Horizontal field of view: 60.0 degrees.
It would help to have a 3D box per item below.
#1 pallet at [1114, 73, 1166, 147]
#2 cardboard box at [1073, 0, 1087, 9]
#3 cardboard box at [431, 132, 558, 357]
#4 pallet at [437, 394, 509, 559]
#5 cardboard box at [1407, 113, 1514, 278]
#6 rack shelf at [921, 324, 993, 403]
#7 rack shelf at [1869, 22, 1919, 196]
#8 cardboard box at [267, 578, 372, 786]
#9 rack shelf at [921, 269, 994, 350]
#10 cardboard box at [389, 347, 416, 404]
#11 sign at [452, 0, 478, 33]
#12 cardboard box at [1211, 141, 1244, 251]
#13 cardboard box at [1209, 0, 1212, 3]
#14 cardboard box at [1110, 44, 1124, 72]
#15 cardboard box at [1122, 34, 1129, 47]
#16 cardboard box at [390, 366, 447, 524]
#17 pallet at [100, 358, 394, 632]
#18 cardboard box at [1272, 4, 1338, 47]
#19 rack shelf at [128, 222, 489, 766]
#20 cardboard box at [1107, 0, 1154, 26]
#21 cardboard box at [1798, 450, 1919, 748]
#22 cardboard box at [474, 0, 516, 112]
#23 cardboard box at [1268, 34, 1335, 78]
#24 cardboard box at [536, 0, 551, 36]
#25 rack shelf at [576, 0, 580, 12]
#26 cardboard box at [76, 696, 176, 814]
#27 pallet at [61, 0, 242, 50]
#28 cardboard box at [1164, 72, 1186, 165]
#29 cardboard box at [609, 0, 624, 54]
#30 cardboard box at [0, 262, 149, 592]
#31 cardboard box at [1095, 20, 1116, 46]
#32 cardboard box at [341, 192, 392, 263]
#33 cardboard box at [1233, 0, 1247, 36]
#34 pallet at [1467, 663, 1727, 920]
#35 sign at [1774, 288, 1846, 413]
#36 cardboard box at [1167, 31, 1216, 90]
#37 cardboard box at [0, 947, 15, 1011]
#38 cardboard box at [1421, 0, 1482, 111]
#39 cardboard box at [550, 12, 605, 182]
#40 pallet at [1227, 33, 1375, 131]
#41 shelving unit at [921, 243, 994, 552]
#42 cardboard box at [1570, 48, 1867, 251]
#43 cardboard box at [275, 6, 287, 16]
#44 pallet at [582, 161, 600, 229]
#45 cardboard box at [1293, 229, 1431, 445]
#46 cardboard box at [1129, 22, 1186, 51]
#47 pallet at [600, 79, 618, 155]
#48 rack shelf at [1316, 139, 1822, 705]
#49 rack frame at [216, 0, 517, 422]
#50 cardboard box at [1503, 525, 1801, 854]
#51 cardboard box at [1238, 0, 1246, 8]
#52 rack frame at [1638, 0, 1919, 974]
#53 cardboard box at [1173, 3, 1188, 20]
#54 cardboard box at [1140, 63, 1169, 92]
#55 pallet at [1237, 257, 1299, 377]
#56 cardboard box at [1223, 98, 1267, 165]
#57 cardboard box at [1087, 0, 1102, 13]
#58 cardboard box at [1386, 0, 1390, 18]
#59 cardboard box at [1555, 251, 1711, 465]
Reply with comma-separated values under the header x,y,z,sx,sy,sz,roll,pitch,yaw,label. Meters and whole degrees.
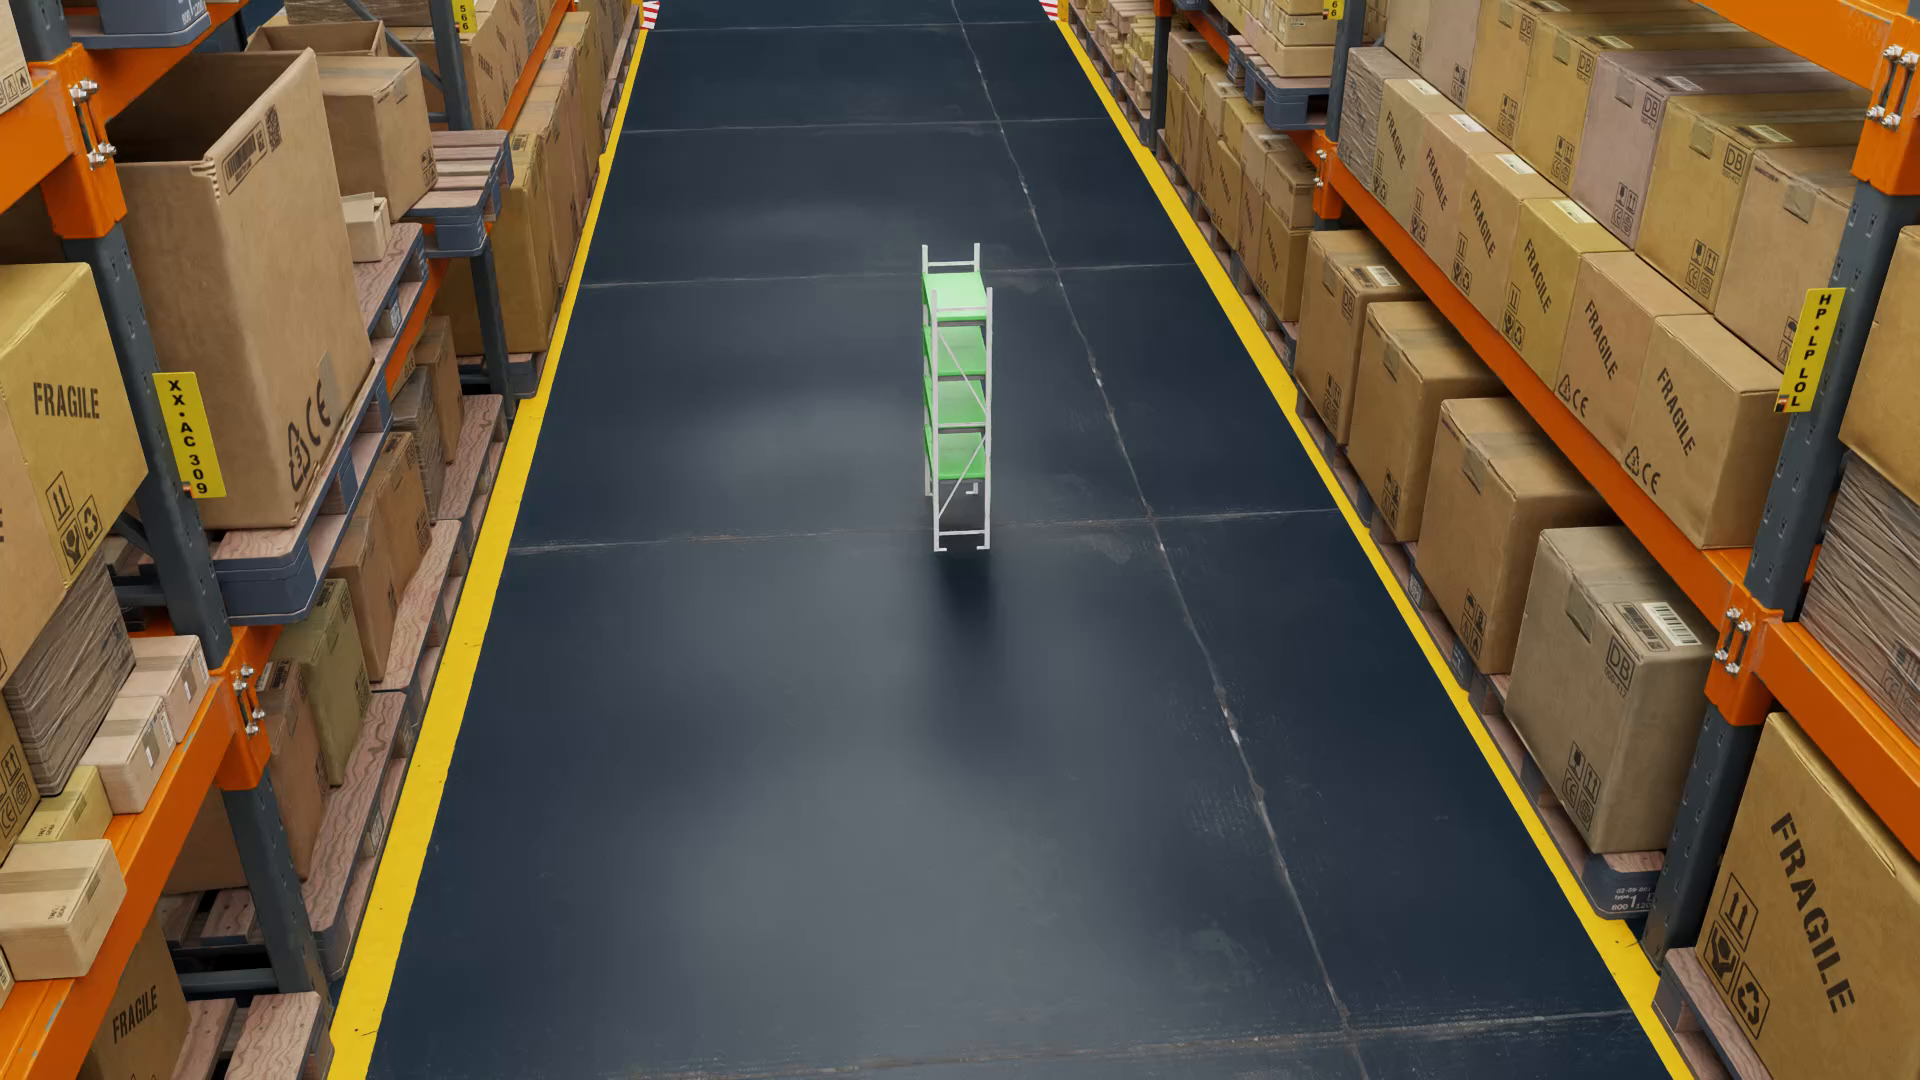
x,y,z,sx,sy,sz,roll,pitch,yaw,label
1.760,-3.255,12.493,1.003,0.211,1.213,-3,31,-5,pallet
1.215,-4.826,14.776,0.380,0.149,0.250,-2,31,-4,cardboard box
-2.759,-1.504,8.505,1.225,0.875,0.875,-4,31,-7,cardboard box
-2.644,-0.286,7.523,1.003,0.211,1.213,-3,31,-5,pallet
2.102,-1.352,6.491,0.500,0.500,0.500,-3,31,-5,cardboard box
-0.015,-0.751,6.994,0.258,0.148,0.480,-3,31,-5,rack shelf
2.793,0.016,2.075,1.077,0.370,4.000,-3,31,-5,rack shelf
-2.404,0.485,5.521,0.700,0.500,0.500,-3,31,-5,cardboard box
-0.015,-0.957,6.870,0.258,0.148,0.480,-3,31,-5,rack shelf
-2.564,-0.709,6.789,0.500,0.250,0.500,1,31,1,cardboard box
-2.176,-2.376,7.251,0.100,0.325,0.005,-3,31,-5,sign
1.800,-2.034,9.758,0.500,0.500,0.500,-4,31,-7,cardboard box
1.585,-3.165,9.459,0.380,0.149,0.250,-4,31,-7,cardboard box
1.386,-3.779,13.023,0.380,0.149,0.250,-3,31,-5,cardboard box
1.463,-3.876,12.894,0.380,0.149,0.250,-2,31,-3,cardboard box
-2.569,-0.374,6.960,0.700,0.500,0.500,-5,31,-9,cardboard box
-2.268,-0.155,4.772,1.003,0.211,1.213,-3,31,-5,pallet
1.733,-2.499,8.054,0.380,0.149,0.250,-2,31,-4,cardboard box
-2.529,-0.553,5.951,1.077,0.370,4.000,-3,31,-5,rack shelf
1.371,-4.154,13.070,0.380,0.149,0.250,-4,31,-6,cardboard box
2.652,0.097,4.016,0.875,0.550,0.550,-3,31,-5,cardboard box
-2.541,-2.450,8.329,0.500,0.500,0.500,-4,31,-6,cardboard box
1.728,-2.371,8.129,0.380,0.149,0.250,-2,31,-4,cardboard box
-2.679,-3.223,9.622,0.500,0.500,0.500,-3,31,-5,cardboard box
-3.276,-4.637,12.789,1.077,0.370,4.000,-3,31,-5,rack shelf
-2.015,0.491,3.747,0.380,0.149,0.250,-3,31,-5,cardboard box
-2.294,-1.368,3.873,1.213,0.211,1.003,-3,31,-5,pallet
1.663,-2.828,11.087,0.500,0.500,0.500,-2,31,-3,cardboard box
-3.239,-4.447,13.433,0.875,0.875,0.875,-3,31,-5,cardboard box
-2.026,-0.224,3.337,0.500,0.500,0.500,-3,31,-5,cardboard box
1.321,-4.177,13.689,0.380,0.149,0.250,-4,31,-7,cardboard box
-2.291,-1.167,6.000,0.396,0.266,0.258,-4,31,-6,cardboard box
1.663,-2.756,8.775,0.380,0.149,0.250,-3,31,-5,cardboard box
2.459,0.781,5.737,1.003,0.211,1.213,-3,31,-5,pallet
2.066,-0.458,4.040,0.100,0.325,0.005,-3,31,-5,sign
1.664,-3.150,10.895,0.500,0.250,0.500,-4,31,-7,cardboard box
-2.025,0.878,3.100,0.380,0.149,0.250,-3,31,-5,cardboard box
2.313,-2.053,6.689,0.700,0.500,0.500,-3,31,-5,cardboard box
-3.010,-2.867,10.787,1.225,0.875,0.875,-3,31,-4,cardboard box
2.059,-2.345,8.438,1.213,0.211,1.003,-3,31,-5,pallet
-0.015,-0.600,7.084,0.258,1.200,0.503,-3,31,-5,shelving unit
2.457,-1.272,5.382,0.700,0.500,0.500,-3,31,-4,cardboard box
-3.049,-2.420,8.279,0.500,0.500,0.500,-3,31,-5,cardboard box
-2.942,-2.337,10.957,1.003,0.211,1.213,-3,31,-5,pallet
2.199,-0.968,7.729,1.050,0.750,0.750,-3,31,-5,cardboard box
1.472,-3.747,12.388,0.380,0.149,0.250,-3,31,-5,cardboard box
-3.083,-3.120,12.267,1.003,0.211,1.213,-3,31,-5,pallet
2.419,-0.739,6.263,1.077,0.370,4.000,-3,31,-5,rack shelf
-2.716,-1.882,7.476,1.000,3.000,0.127,-3,31,-5,rack frame
2.458,0.447,5.361,1.050,0.750,0.750,-3,31,-5,cardboard box
1.656,-2.897,8.721,0.380,0.149,0.250,-3,31,-4,cardboard box
2.606,-0.026,4.369,1.000,3.000,0.127,-3,31,-5,rack frame
1.896,-4.180,13.113,0.380,0.149,0.250,-4,31,-7,cardboard box
1.512,-3.340,11.998,0.380,0.149,0.250,-2,31,-4,cardboard box
2.161,-1.270,9.171,1.003,0.211,1.213,-3,31,-5,pallet
1.817,-2.352,9.559,0.500,0.250,0.500,-2,31,-3,cardboard box
1.274,-4.558,14.036,0.380,0.149,0.250,-2,31,-3,cardboard box
2.359,-2.663,8.329,0.380,0.149,0.250,-1,31,-2,cardboard box
2.244,-0.581,5.200,0.500,0.500,0.500,-3,31,-5,cardboard box
